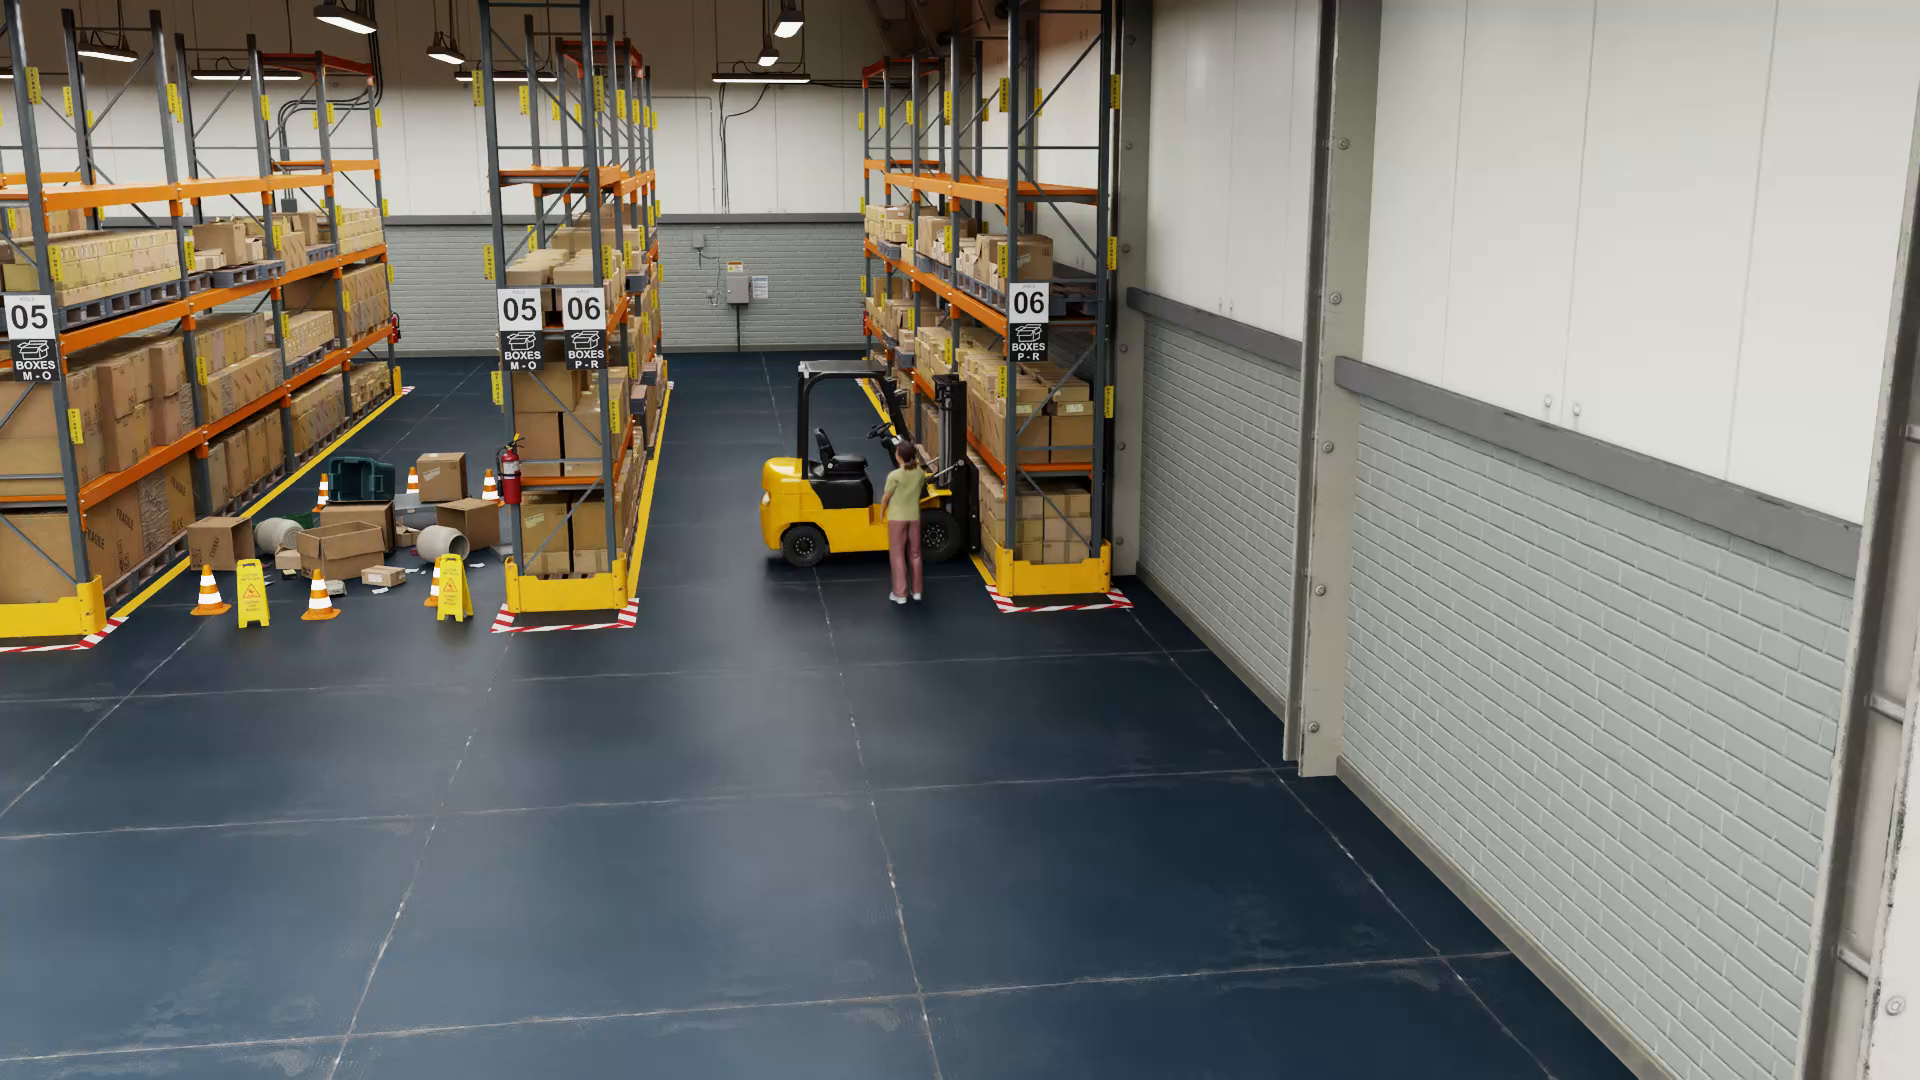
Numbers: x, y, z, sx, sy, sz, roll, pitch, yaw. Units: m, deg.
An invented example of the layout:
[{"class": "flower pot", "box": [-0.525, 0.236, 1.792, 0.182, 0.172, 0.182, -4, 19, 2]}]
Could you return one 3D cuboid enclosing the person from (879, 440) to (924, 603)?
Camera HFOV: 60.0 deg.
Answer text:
[{"class": "person", "box": [-0.568, -0.190, 16.803, 0.516, 1.661, 0.478, -8, 16, -31]}]
